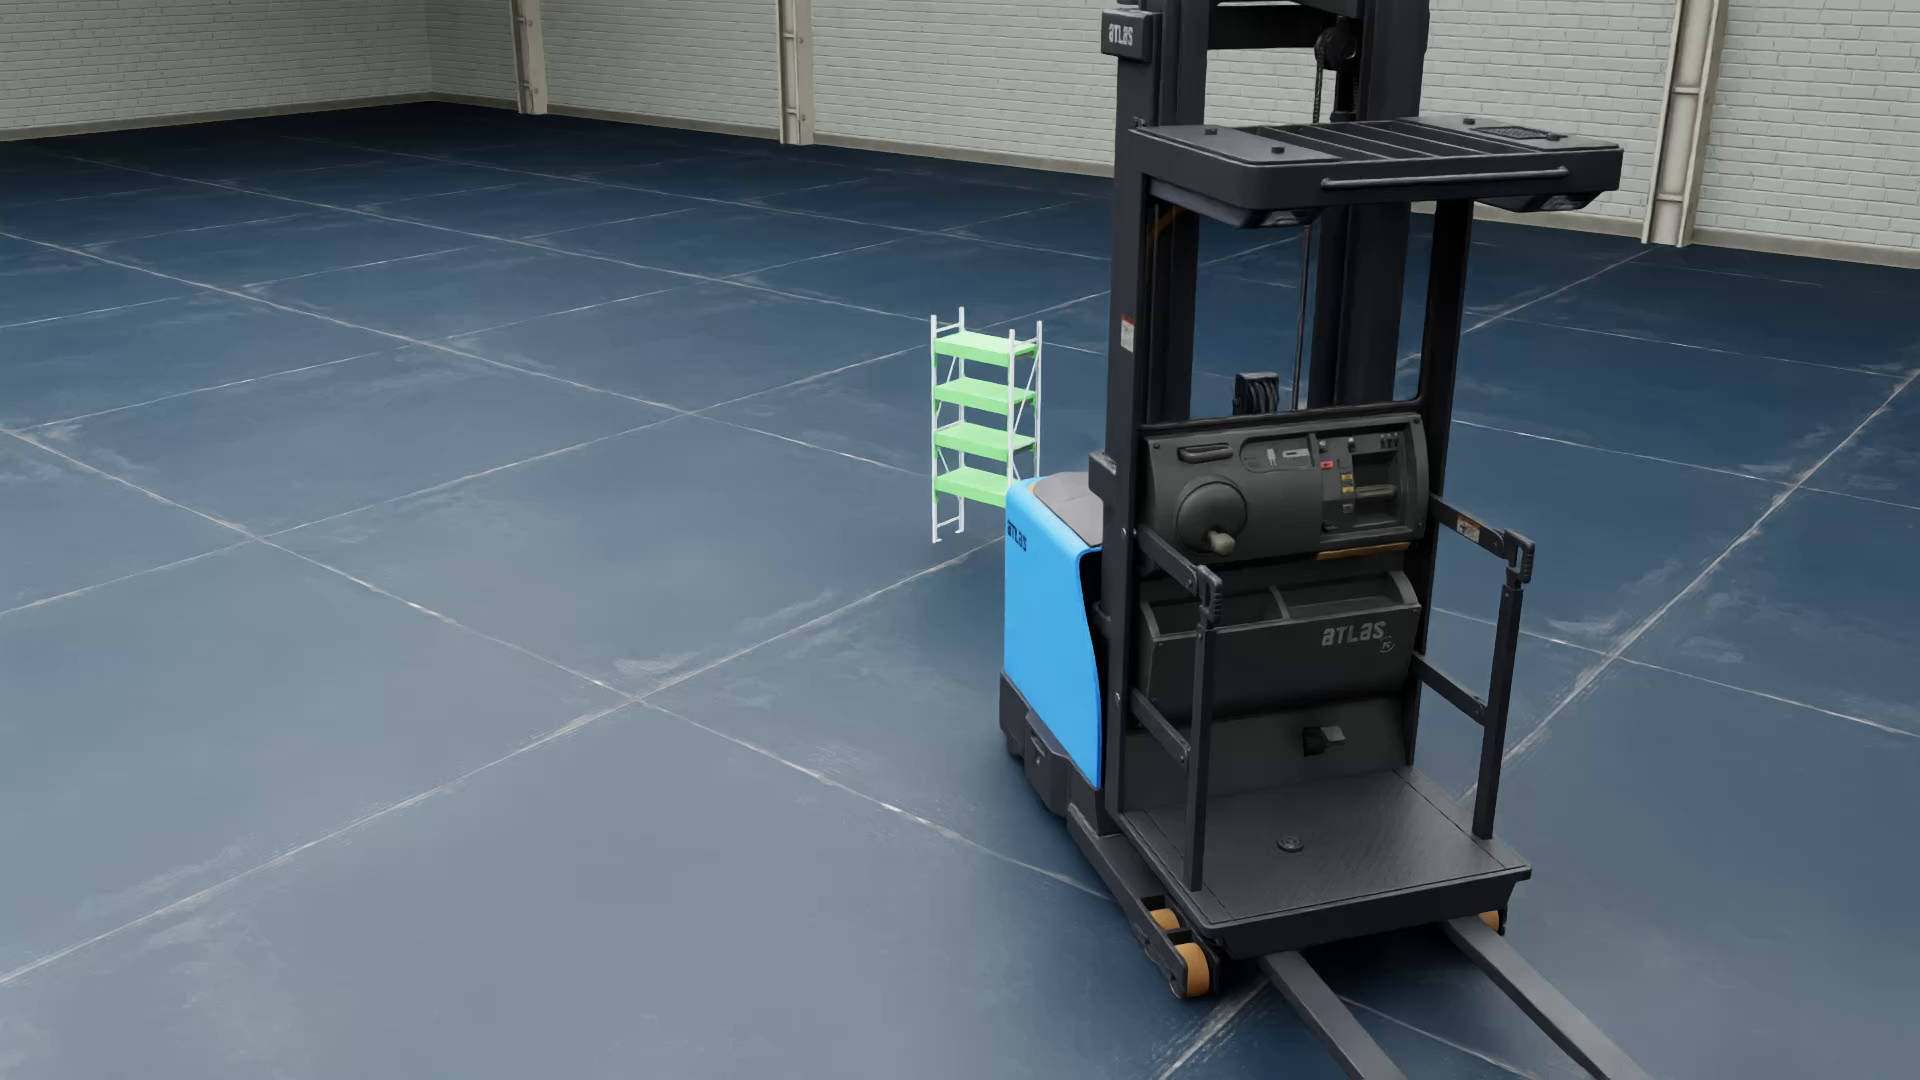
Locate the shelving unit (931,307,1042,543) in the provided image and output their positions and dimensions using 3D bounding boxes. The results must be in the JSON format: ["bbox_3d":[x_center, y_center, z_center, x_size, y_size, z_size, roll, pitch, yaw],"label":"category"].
[{"bbox_3d":[0.128,-0.524,8.359,0.503,1.200,0.258,16,26,36],"label":"shelving unit"}]

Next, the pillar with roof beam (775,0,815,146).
[{"bbox_3d":[-5.024,-8.653,18.861,0.400,9.000,9.100,16,26,36],"label":"pillar with roof beam"}]

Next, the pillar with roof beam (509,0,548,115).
[{"bbox_3d":[-9.672,-9.992,22.410,0.400,9.000,9.100,16,26,36],"label":"pillar with roof beam"}]

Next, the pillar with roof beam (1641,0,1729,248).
[{"bbox_3d":[4.273,-5.976,11.761,0.400,9.000,9.100,16,26,36],"label":"pillar with roof beam"}]

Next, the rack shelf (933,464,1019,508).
[{"bbox_3d":[0.128,-0.240,8.466,0.480,0.148,0.258,16,26,36],"label":"rack shelf"}]

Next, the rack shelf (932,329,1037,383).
[{"bbox_3d":[0.128,-0.914,8.212,0.480,0.148,0.258,16,26,36],"label":"rack shelf"}]

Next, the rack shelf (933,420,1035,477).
[{"bbox_3d":[0.128,-0.465,8.381,0.480,0.148,0.258,16,26,36],"label":"rack shelf"}]

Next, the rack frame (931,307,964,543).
[{"bbox_3d":[-0.061,-0.579,8.503,0.015,1.200,0.240,16,26,36],"label":"rack frame"}]

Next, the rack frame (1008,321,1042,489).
[{"bbox_3d":[0.317,-0.470,8.214,0.015,1.200,0.240,16,26,36],"label":"rack frame"}]

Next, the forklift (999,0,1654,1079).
[{"bbox_3d":[1.079,-0.148,4.908,1.130,2.935,3.031,-6,22,-16],"label":"forklift"}]

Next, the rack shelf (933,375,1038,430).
[{"bbox_3d":[0.128,-0.689,8.296,0.480,0.148,0.258,16,26,36],"label":"rack shelf"}]
